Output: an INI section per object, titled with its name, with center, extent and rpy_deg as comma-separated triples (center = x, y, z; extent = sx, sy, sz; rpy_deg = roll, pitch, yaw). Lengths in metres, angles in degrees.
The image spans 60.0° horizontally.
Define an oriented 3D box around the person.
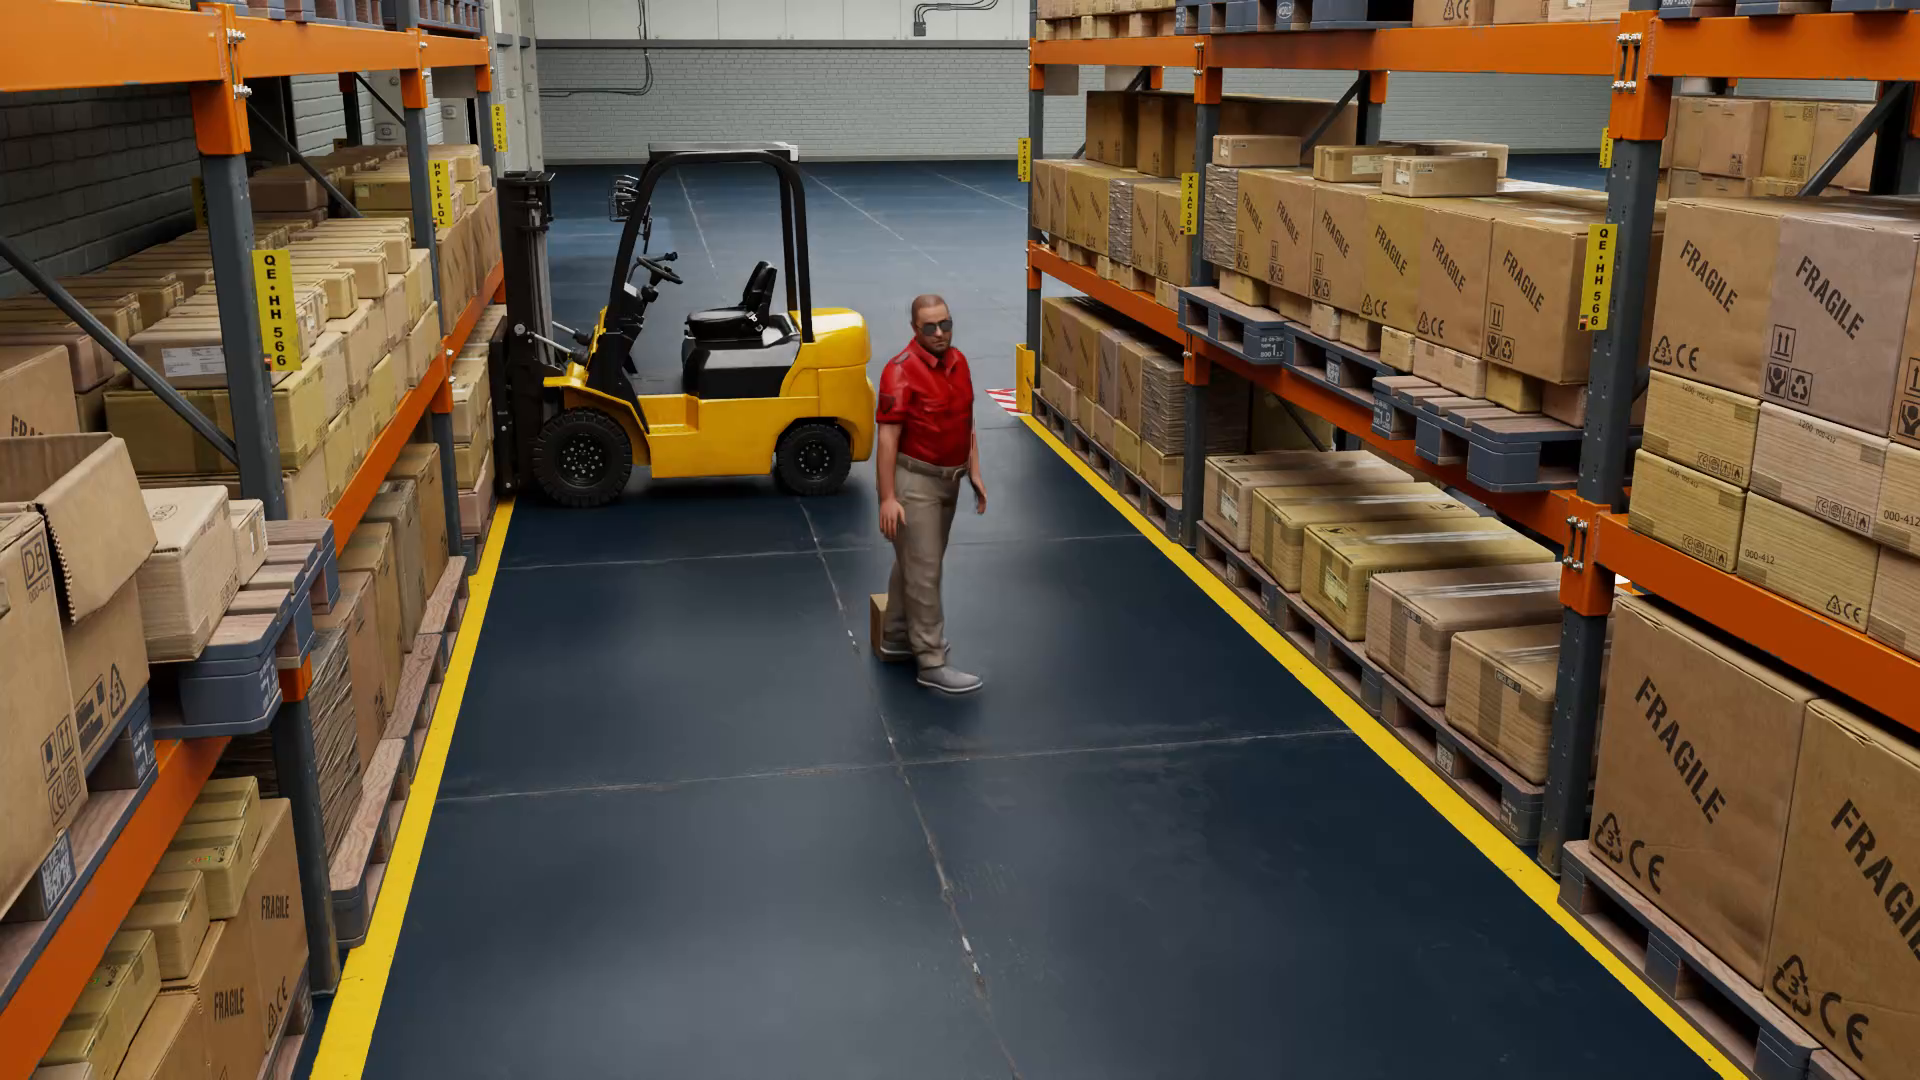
[person]
center = -0.123, -0.181, 7.265
extent = 0.652, 1.626, 0.614
rpy_deg = 9, 18, 27
